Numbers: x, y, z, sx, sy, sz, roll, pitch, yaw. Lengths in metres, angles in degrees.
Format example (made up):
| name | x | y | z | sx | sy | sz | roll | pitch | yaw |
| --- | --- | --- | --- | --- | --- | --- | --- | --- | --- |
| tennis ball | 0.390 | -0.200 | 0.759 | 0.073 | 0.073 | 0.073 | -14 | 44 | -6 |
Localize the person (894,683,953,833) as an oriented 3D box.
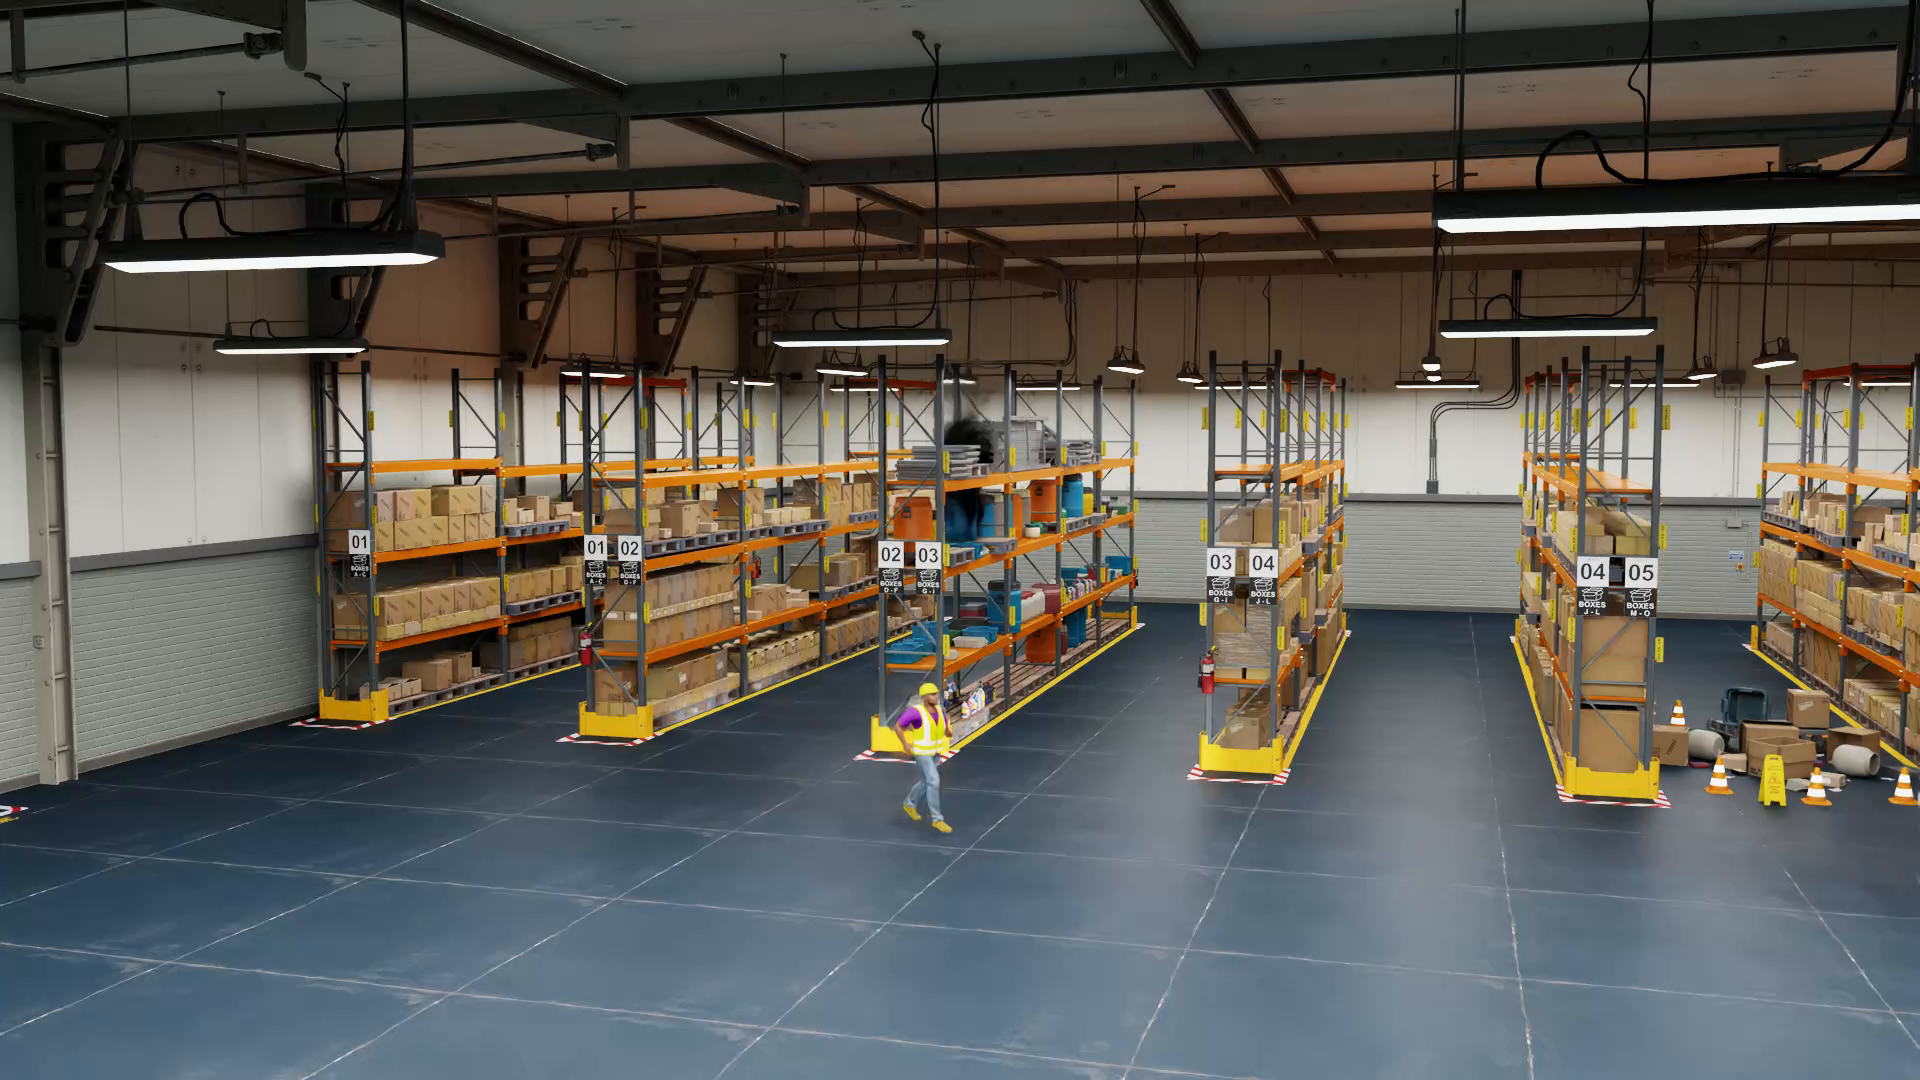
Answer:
| name | x | y | z | sx | sy | sz | roll | pitch | yaw |
| --- | --- | --- | --- | --- | --- | --- | --- | --- | --- |
| person | -0.393 | 2.634 | 20.426 | 0.896 | 1.776 | 0.697 | 3 | 5 | 38 |
